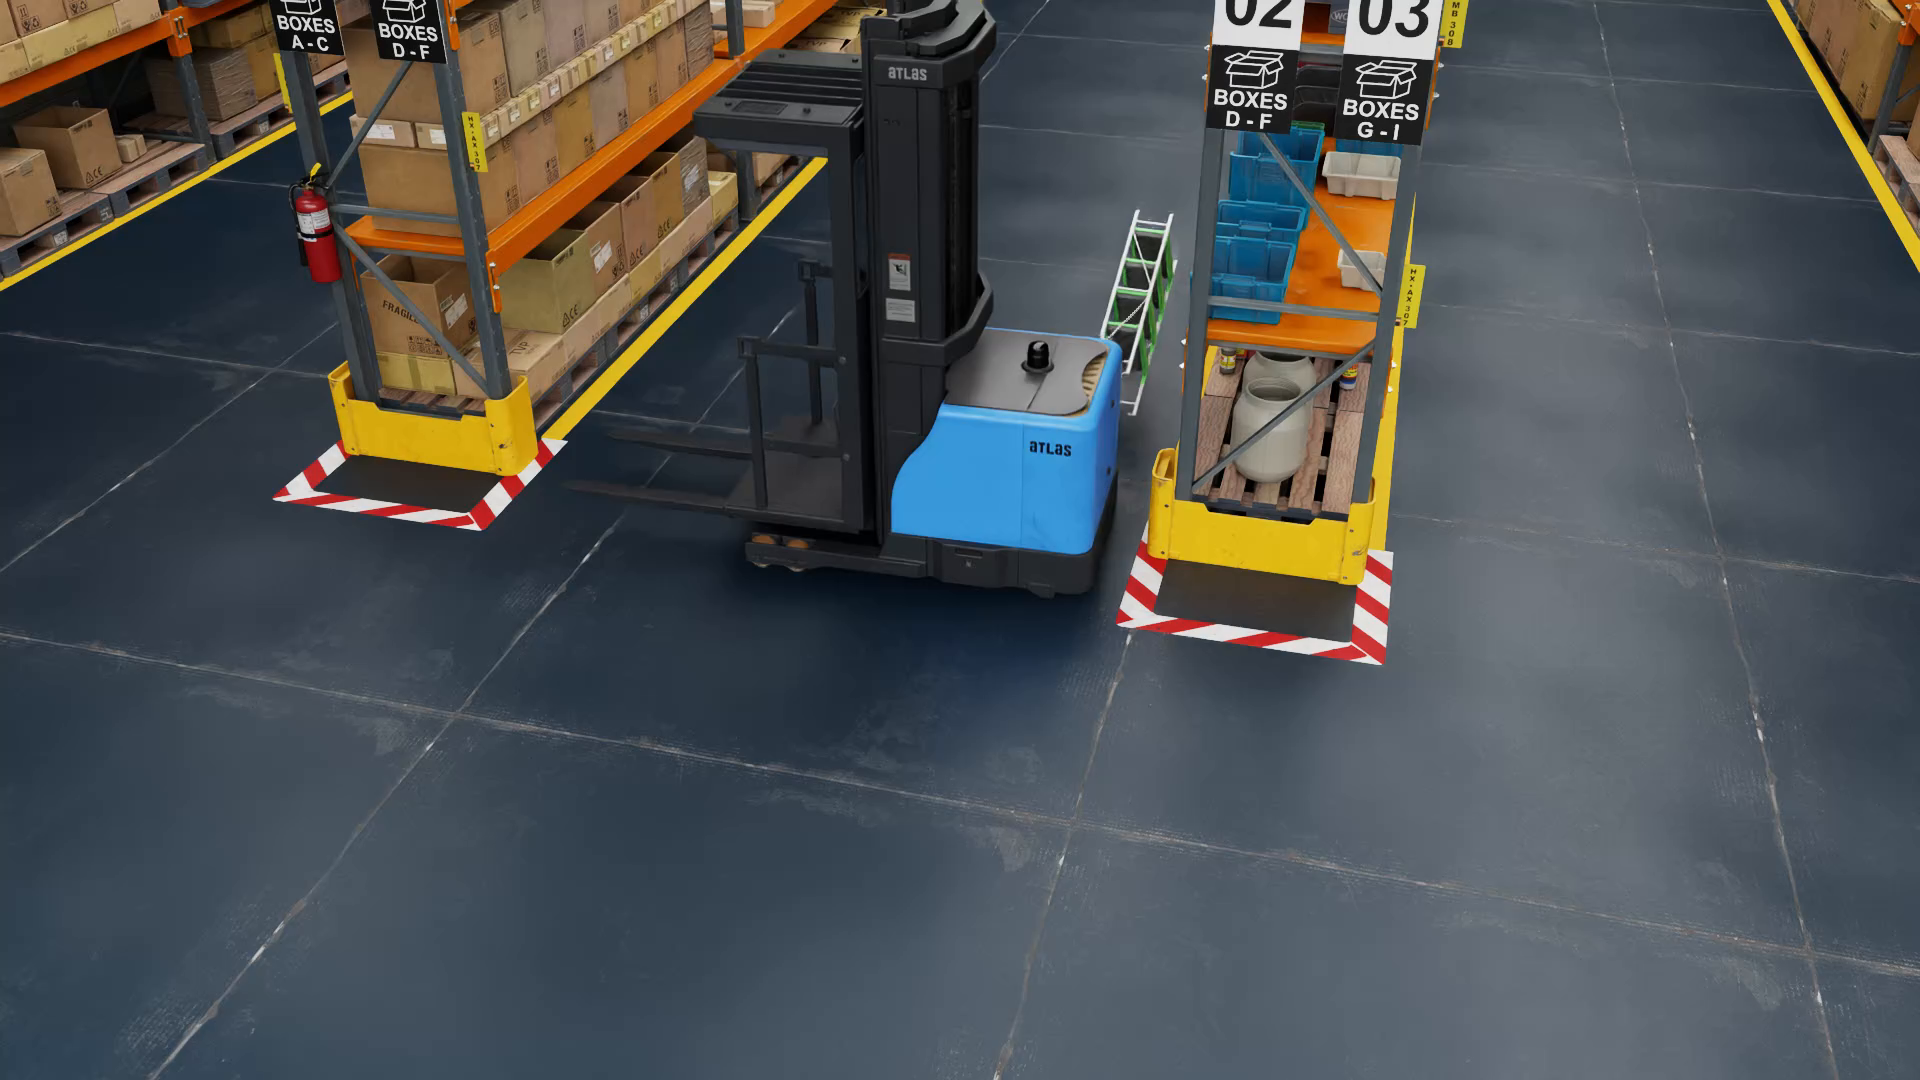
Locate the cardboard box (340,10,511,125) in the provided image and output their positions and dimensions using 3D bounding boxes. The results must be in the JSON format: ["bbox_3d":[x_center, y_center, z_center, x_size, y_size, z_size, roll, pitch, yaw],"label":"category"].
[{"bbox_3d":[-2.998,-2.675,9.359,0.700,0.500,0.500,8,33,13],"label":"cardboard box"}]

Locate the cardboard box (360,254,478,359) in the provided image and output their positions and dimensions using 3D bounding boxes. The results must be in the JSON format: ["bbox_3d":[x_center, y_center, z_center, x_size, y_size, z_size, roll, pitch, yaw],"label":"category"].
[{"bbox_3d":[-3.294,-1.469,10.237,0.500,0.500,0.500,8,33,12],"label":"cardboard box"}]

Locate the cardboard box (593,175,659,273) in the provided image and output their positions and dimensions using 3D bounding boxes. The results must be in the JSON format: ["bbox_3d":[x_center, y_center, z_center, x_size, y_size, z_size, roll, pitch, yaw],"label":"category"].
[{"bbox_3d":[-2.407,-2.176,11.350,0.500,0.500,0.500,8,33,12],"label":"cardboard box"}]

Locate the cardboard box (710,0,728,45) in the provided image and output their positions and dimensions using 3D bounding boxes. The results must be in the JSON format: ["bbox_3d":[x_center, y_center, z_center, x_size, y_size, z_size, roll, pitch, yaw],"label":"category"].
[{"bbox_3d":[-2.044,-4.091,13.029,0.500,0.250,0.500,10,34,15],"label":"cardboard box"}]

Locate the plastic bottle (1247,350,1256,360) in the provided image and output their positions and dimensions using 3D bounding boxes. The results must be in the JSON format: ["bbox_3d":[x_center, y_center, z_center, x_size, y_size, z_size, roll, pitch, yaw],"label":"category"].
[{"bbox_3d":[1.884,-1.305,10.629,0.061,0.283,0.133,8,33,12],"label":"plastic bottle"}]

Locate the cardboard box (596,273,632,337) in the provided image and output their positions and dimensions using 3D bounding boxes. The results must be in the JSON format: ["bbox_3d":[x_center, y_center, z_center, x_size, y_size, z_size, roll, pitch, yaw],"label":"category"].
[{"bbox_3d":[-2.540,-1.601,11.144,0.500,0.250,0.500,8,33,12],"label":"cardboard box"}]

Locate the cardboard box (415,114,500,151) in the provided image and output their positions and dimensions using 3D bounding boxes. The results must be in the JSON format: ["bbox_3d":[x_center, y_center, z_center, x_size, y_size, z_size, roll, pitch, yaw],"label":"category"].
[{"bbox_3d":[-2.834,-2.307,9.385,0.380,0.149,0.250,8,33,12],"label":"cardboard box"}]

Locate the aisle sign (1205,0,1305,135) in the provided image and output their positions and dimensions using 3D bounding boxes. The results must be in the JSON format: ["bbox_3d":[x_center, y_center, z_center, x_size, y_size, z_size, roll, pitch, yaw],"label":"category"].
[{"bbox_3d":[1.343,-2.241,7.556,0.394,0.787,0.004,8,33,12],"label":"aisle sign"}]

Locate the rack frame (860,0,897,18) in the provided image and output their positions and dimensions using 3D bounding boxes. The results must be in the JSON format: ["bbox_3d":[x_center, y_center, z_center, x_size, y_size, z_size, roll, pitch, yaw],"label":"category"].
[{"bbox_3d":[-1.112,-5.968,15.842,1.000,3.000,0.127,8,33,12],"label":"rack frame"}]

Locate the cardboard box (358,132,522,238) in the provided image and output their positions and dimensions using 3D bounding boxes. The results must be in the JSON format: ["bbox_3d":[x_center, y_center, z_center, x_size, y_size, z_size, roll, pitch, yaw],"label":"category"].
[{"bbox_3d":[-3.011,-2.100,9.664,0.700,0.500,0.500,8,33,12],"label":"cardboard box"}]

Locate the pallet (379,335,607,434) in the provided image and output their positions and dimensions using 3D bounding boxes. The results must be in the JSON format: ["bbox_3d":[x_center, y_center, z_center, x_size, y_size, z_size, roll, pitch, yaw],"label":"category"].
[{"bbox_3d":[-2.988,-1.043,10.693,1.003,0.211,1.213,8,33,12],"label":"pallet"}]

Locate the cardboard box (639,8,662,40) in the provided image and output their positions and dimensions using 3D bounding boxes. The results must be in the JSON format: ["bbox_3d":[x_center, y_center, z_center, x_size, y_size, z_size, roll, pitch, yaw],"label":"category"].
[{"bbox_3d":[-2.248,-3.510,11.278,0.380,0.149,0.250,8,33,12],"label":"cardboard box"}]

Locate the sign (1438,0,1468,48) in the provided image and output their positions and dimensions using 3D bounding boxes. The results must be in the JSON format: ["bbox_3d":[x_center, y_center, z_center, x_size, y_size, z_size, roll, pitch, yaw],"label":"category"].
[{"bbox_3d":[2.179,-2.333,7.320,0.100,0.325,0.005,8,33,12],"label":"sign"}]

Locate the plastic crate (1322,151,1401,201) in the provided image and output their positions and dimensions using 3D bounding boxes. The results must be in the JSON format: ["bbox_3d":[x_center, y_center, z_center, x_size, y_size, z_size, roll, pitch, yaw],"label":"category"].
[{"bbox_3d":[2.496,-2.228,10.204,0.530,0.136,0.437,8,33,12],"label":"plastic crate"}]

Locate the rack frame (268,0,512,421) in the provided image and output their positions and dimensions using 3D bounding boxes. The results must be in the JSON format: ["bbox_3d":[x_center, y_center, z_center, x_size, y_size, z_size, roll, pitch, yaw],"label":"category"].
[{"bbox_3d":[-3.142,-1.817,9.312,1.000,3.000,0.127,8,33,12],"label":"rack frame"}]

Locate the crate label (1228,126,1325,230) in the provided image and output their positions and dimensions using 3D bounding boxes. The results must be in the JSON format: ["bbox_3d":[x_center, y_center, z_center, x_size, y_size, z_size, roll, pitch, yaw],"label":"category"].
[{"bbox_3d":[1.854,-2.147,9.799,0.502,0.435,0.616,8,33,12],"label":"crate label"}]

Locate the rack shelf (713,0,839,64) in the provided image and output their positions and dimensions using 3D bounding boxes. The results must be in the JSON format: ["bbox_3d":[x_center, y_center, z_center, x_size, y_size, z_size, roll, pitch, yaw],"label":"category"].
[{"bbox_3d":[-1.619,-4.627,14.403,1.077,0.370,4.000,8,33,12],"label":"rack shelf"}]

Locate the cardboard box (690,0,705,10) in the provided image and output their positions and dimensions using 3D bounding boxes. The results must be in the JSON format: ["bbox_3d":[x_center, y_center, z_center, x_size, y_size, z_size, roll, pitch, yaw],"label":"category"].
[{"bbox_3d":[-2.053,-3.910,11.907,0.380,0.149,0.250,7,33,11],"label":"cardboard box"}]

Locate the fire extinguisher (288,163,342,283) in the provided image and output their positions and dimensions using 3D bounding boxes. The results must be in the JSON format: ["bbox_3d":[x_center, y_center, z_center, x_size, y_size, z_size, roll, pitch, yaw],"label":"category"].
[{"bbox_3d":[-3.621,-1.786,9.336,0.296,0.674,0.183,8,33,12],"label":"fire extinguisher"}]

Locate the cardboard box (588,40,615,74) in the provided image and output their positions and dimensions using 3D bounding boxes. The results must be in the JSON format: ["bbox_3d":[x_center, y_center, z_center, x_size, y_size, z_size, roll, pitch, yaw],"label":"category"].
[{"bbox_3d":[-2.443,-3.105,10.640,0.380,0.149,0.250,8,33,13],"label":"cardboard box"}]

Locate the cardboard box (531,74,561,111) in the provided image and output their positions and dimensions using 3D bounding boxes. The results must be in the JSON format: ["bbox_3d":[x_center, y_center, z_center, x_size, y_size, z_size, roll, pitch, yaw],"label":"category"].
[{"bbox_3d":[-2.639,-2.704,10.010,0.380,0.149,0.250,8,33,12],"label":"cardboard box"}]

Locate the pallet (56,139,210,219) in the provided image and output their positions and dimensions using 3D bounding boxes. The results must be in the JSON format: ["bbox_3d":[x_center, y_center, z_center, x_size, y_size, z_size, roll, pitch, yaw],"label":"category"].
[{"bbox_3d":[-7.055,-3.035,13.827,1.003,0.211,1.213,8,33,12],"label":"pallet"}]

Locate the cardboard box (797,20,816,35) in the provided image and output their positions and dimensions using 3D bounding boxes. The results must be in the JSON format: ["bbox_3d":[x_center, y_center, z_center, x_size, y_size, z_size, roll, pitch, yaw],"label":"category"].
[{"bbox_3d":[-1.654,-4.716,15.522,0.500,0.311,0.500,7,33,11],"label":"cardboard box"}]

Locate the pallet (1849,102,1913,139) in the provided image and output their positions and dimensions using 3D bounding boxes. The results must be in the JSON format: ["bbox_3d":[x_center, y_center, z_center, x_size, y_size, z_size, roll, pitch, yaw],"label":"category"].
[{"bbox_3d":[8.742,-3.840,15.093,1.003,0.211,1.213,8,33,12],"label":"pallet"}]

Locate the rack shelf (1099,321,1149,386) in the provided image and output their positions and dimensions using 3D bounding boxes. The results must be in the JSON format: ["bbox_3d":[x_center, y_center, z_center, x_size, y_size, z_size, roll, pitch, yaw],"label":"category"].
[{"bbox_3d":[1.028,-1.171,10.381,0.258,0.480,0.148,10,66,16],"label":"rack shelf"}]

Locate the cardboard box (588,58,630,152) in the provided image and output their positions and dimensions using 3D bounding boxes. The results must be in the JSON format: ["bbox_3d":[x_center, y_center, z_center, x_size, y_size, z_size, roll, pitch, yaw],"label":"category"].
[{"bbox_3d":[-2.621,-2.903,10.928,0.700,0.500,0.500,9,34,14],"label":"cardboard box"}]

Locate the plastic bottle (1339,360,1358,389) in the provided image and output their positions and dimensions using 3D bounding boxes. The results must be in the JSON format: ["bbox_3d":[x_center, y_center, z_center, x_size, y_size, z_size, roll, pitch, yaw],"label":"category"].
[{"bbox_3d":[2.410,-1.073,10.275,0.097,0.271,0.097,0,32,0],"label":"plastic bottle"}]

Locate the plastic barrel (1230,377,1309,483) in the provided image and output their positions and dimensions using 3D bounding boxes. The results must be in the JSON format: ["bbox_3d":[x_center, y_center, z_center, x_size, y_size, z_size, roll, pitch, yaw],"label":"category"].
[{"bbox_3d":[1.742,-0.620,9.357,0.421,0.512,0.421,0,32,0],"label":"plastic barrel"}]

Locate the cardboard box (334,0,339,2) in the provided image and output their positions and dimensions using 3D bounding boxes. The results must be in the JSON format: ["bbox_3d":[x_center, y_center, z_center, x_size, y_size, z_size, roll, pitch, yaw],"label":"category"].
[{"bbox_3d":[-6.242,-5.420,16.201,0.500,0.250,0.500,9,33,13],"label":"cardboard box"}]

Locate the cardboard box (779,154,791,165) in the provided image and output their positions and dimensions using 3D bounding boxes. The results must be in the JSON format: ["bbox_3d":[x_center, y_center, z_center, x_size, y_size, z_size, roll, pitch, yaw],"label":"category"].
[{"bbox_3d":[-1.654,-3.350,13.895,0.500,0.250,0.500,9,33,14],"label":"cardboard box"}]

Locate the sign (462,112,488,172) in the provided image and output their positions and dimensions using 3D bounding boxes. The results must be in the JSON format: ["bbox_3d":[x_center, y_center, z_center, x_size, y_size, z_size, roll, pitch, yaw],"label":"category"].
[{"bbox_3d":[-2.606,-2.137,8.935,0.100,0.325,0.005,8,33,12],"label":"sign"}]

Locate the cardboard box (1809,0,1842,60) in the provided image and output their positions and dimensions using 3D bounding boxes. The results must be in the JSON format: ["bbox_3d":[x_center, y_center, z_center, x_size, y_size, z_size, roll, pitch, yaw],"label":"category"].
[{"bbox_3d":[9.116,-5.175,16.184,1.225,0.875,0.875,7,33,11],"label":"cardboard box"}]

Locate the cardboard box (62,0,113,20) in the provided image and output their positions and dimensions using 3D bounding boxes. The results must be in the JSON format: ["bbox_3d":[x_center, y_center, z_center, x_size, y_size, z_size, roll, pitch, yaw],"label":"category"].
[{"bbox_3d":[-6.861,-4.279,12.608,0.500,0.500,0.500,8,33,12],"label":"cardboard box"}]

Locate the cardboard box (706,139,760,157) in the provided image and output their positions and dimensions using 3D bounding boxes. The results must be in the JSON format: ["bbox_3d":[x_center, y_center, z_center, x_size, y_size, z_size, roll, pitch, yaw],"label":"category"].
[{"bbox_3d":[-1.781,-3.327,13.336,0.500,0.311,0.500,8,33,13],"label":"cardboard box"}]

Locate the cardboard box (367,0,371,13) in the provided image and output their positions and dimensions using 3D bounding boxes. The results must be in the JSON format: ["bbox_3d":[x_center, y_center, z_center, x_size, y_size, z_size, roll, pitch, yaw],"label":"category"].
[{"bbox_3d":[-6.036,-5.391,16.854,0.700,0.500,0.500,8,33,13],"label":"cardboard box"}]

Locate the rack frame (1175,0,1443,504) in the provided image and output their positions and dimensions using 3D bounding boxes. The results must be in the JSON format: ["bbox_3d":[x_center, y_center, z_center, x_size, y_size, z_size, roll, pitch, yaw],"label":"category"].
[{"bbox_3d":[1.648,-1.141,8.248,1.000,3.000,0.127,8,33,12],"label":"rack frame"}]

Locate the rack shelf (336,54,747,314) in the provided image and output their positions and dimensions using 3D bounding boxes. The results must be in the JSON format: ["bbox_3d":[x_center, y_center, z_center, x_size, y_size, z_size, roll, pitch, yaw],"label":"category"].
[{"bbox_3d":[-2.634,-2.551,11.138,1.077,0.370,4.000,8,33,12],"label":"rack shelf"}]

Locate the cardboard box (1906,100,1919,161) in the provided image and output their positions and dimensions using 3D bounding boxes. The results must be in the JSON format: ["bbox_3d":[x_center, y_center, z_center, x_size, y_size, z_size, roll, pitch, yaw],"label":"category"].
[{"bbox_3d":[8.319,-3.398,13.719,0.700,0.500,0.500,6,33,10],"label":"cardboard box"}]

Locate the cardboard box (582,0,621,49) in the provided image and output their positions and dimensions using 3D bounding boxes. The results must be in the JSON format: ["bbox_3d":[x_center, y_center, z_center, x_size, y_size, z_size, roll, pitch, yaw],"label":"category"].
[{"bbox_3d":[-2.615,-3.470,10.610,0.700,0.500,0.500,8,33,12],"label":"cardboard box"}]

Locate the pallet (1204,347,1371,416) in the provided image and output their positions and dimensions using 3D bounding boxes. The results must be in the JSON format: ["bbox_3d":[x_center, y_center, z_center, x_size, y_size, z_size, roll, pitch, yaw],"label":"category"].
[{"bbox_3d":[2.145,-1.062,10.723,1.003,0.211,1.213,8,33,12],"label":"pallet"}]

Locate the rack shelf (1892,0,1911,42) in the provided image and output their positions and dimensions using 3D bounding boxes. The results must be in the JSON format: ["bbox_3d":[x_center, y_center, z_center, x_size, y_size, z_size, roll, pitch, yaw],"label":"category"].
[{"bbox_3d":[8.977,-5.352,15.543,1.077,0.370,4.000,8,33,12],"label":"rack shelf"}]

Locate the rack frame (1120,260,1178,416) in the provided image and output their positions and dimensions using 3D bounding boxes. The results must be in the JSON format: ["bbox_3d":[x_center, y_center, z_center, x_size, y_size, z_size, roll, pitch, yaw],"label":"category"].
[{"bbox_3d":[1.152,-1.327,10.715,0.240,0.015,1.200,10,66,16],"label":"rack frame"}]

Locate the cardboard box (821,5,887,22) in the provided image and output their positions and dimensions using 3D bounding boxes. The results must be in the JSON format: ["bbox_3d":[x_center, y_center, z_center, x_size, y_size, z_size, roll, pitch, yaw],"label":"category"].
[{"bbox_3d":[-1.006,-4.916,15.837,0.500,0.311,0.500,9,34,14],"label":"cardboard box"}]

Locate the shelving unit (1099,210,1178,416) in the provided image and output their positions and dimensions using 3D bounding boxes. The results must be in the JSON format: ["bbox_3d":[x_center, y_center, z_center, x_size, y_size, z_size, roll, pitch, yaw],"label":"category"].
[{"bbox_3d":[1.111,-1.437,10.501,0.258,0.503,1.200,10,66,16],"label":"shelving unit"}]

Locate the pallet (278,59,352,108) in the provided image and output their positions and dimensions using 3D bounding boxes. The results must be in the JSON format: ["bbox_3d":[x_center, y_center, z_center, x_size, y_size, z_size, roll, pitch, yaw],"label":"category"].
[{"bbox_3d":[-6.415,-4.428,16.018,1.003,0.211,1.213,8,33,12],"label":"pallet"}]

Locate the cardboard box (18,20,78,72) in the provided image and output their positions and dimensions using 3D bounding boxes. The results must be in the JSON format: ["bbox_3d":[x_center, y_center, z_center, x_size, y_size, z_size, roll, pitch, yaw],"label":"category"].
[{"bbox_3d":[-6.993,-3.703,12.400,0.500,0.250,0.500,8,33,12],"label":"cardboard box"}]

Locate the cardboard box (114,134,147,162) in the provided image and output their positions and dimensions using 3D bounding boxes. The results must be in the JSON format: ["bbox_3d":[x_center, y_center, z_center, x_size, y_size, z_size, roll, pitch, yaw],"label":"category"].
[{"bbox_3d":[-7.026,-3.273,13.834,0.380,0.166,0.250,4,33,6],"label":"cardboard box"}]

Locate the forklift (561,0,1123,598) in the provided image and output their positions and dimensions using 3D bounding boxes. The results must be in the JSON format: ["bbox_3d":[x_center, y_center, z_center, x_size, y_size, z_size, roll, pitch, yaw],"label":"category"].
[{"bbox_3d":[-0.684,-1.338,8.623,3.031,2.935,1.130,7,33,11],"label":"forklift"}]

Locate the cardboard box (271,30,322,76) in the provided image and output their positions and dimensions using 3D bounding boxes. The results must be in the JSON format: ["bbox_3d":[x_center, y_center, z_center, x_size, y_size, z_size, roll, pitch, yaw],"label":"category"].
[{"bbox_3d":[-6.497,-4.614,15.632,0.700,0.500,0.500,8,33,13],"label":"cardboard box"}]

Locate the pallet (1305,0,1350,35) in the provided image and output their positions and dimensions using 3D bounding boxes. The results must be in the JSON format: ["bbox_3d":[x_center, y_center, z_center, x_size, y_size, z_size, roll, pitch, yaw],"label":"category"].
[{"bbox_3d":[1.953,-2.743,8.148,1.003,0.211,1.213,8,33,12],"label":"pallet"}]

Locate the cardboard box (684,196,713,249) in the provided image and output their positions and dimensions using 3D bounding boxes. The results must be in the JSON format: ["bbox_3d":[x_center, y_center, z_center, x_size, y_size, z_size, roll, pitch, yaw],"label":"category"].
[{"bbox_3d":[-2.169,-2.381,12.371,0.500,0.250,0.500,8,33,12],"label":"cardboard box"}]

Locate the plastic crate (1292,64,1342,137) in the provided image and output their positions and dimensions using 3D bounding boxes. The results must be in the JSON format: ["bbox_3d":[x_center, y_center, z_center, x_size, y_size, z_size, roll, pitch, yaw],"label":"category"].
[{"bbox_3d":[2.408,-2.936,11.130,0.767,0.338,0.504,8,33,12],"label":"plastic crate"}]

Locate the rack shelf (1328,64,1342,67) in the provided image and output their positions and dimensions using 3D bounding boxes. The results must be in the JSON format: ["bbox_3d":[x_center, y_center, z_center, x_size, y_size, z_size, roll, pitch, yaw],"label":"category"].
[{"bbox_3d":[3.171,-3.951,13.339,1.077,0.370,4.000,8,33,12],"label":"rack shelf"}]

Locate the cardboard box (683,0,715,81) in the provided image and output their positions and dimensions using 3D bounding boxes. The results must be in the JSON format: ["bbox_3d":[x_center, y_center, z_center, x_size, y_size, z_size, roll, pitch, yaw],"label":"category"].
[{"bbox_3d":[-2.233,-3.704,12.187,0.700,0.500,0.500,7,33,11],"label":"cardboard box"}]
